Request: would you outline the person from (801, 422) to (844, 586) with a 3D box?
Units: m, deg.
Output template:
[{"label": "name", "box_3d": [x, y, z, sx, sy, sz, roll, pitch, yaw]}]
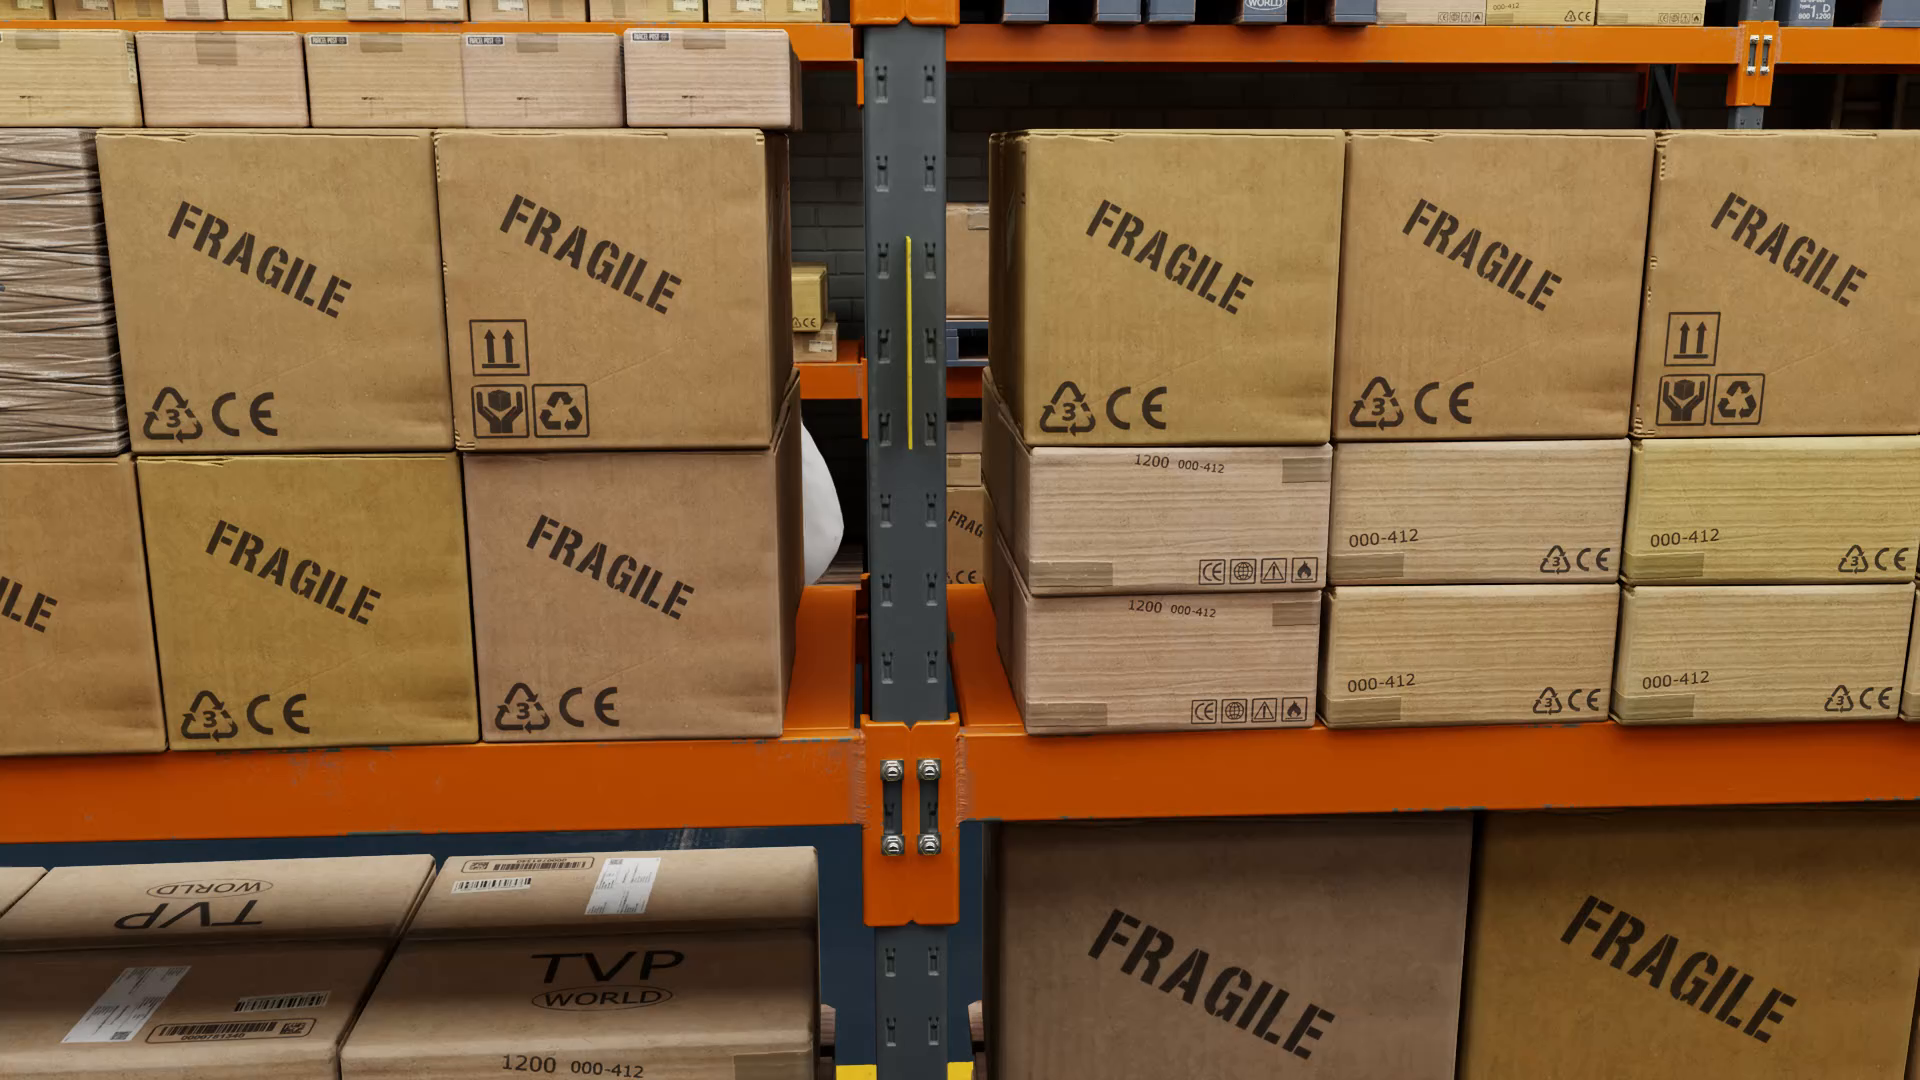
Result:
[{"label": "person", "box_3d": [-0.765, -0.006, 6.554, 0.613, 1.552, 0.626, -1, 13, -3]}]
